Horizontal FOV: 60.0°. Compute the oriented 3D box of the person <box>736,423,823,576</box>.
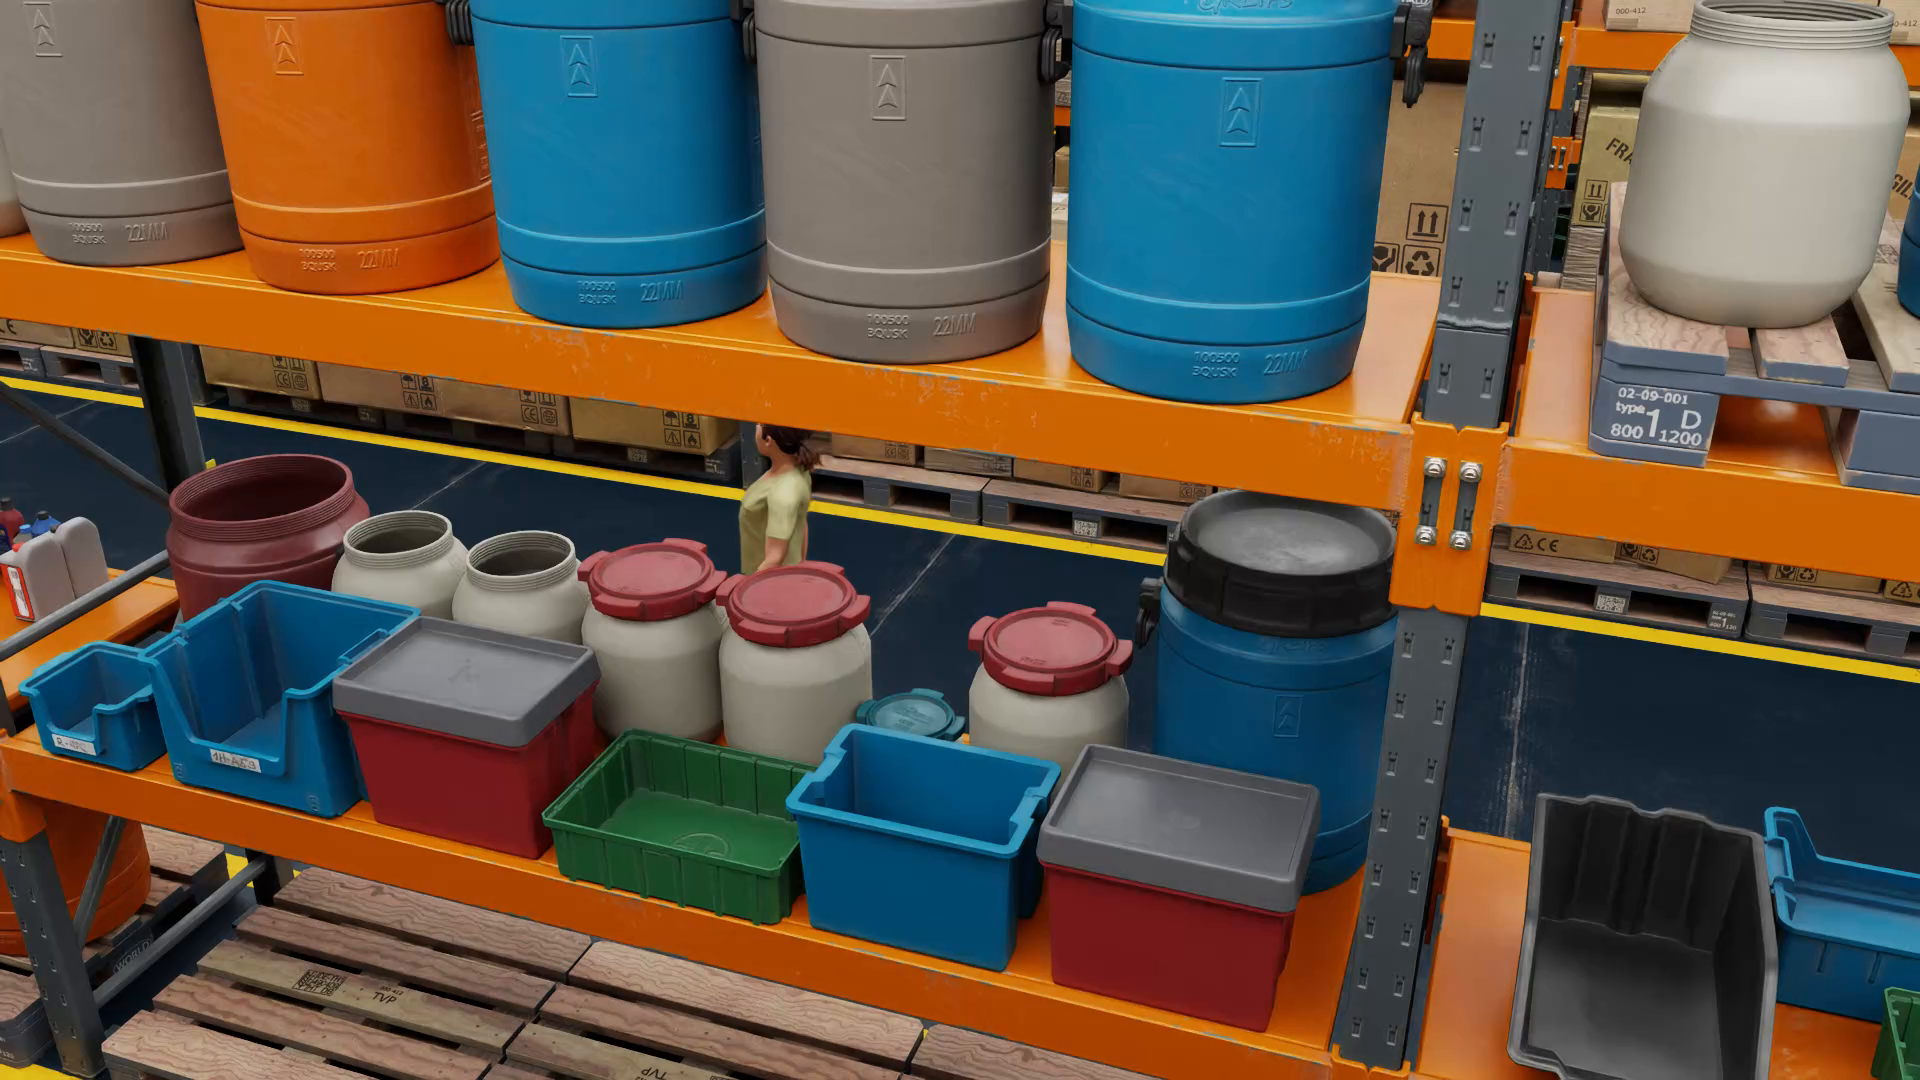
[{"bbox_3d":[-0.847,0.205,6.705,0.771,1.639,0.517,1,26,3],"label":"person"}]
